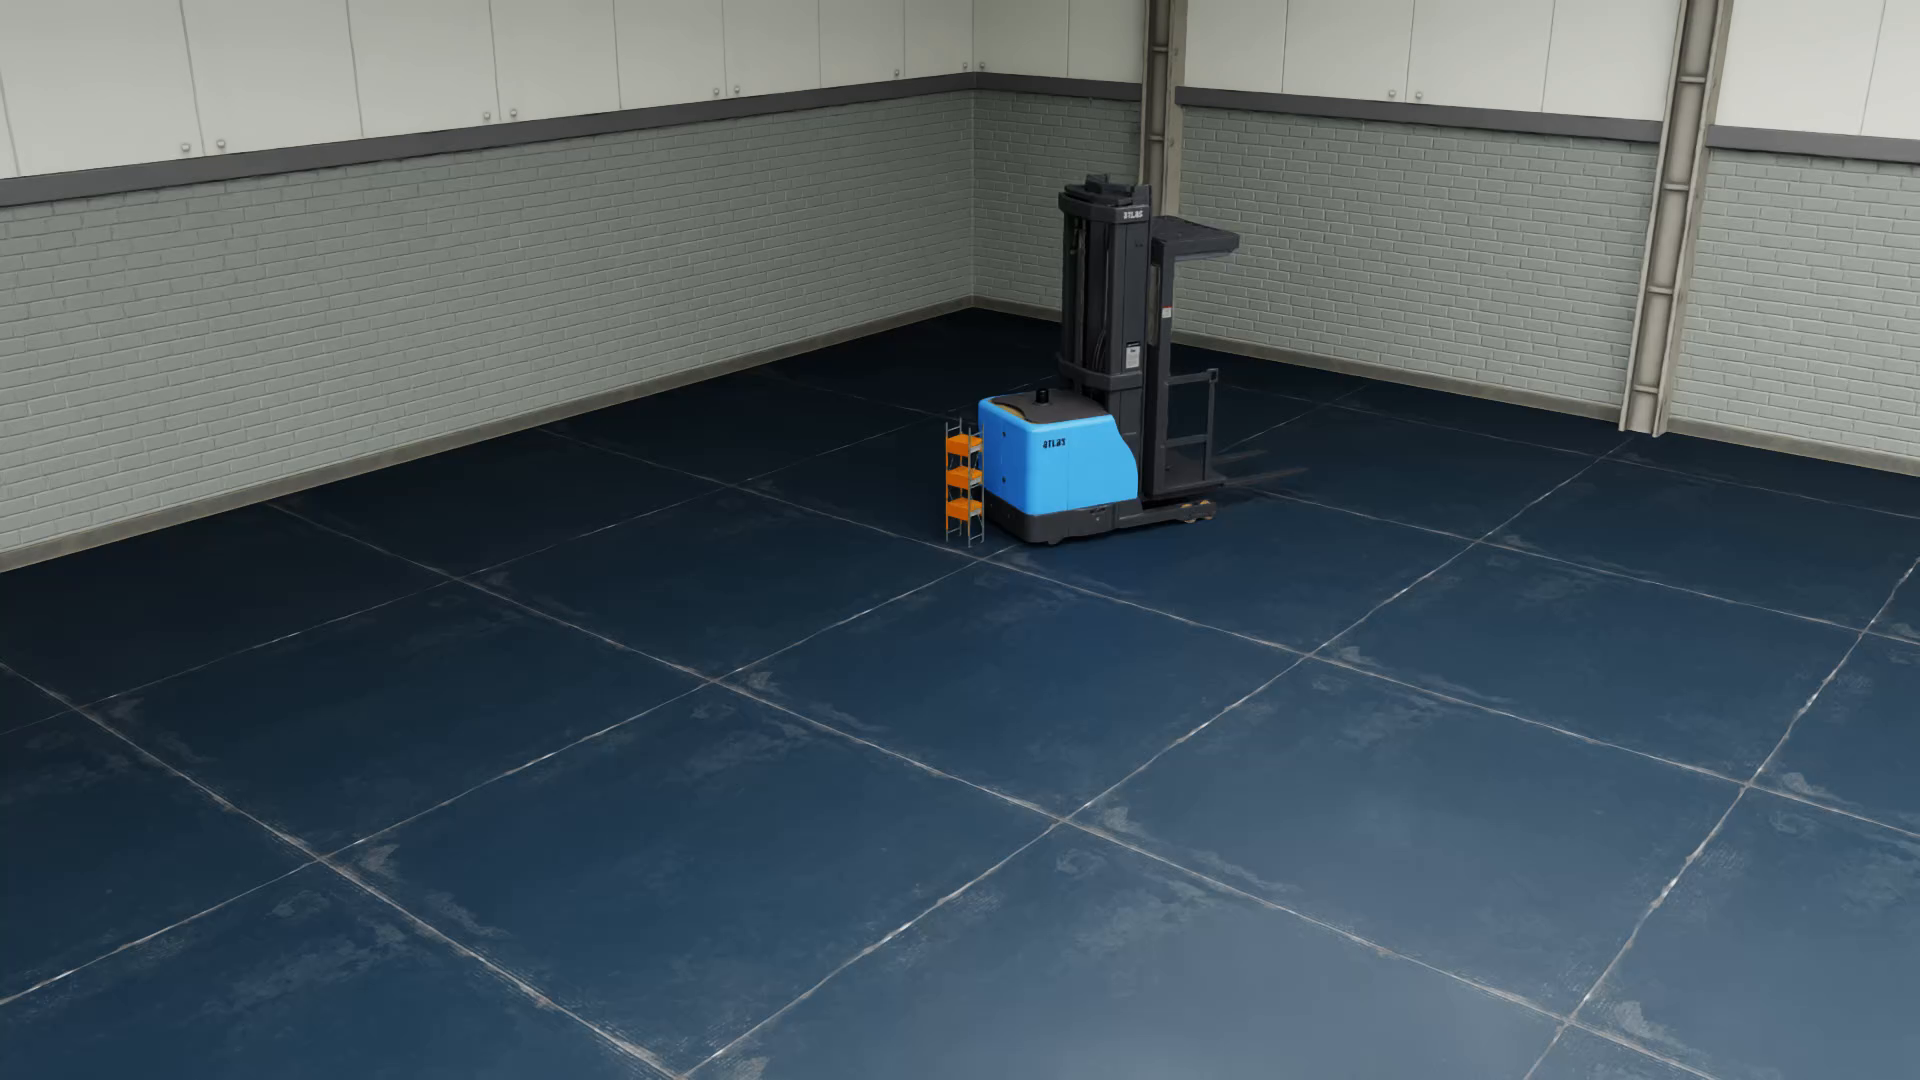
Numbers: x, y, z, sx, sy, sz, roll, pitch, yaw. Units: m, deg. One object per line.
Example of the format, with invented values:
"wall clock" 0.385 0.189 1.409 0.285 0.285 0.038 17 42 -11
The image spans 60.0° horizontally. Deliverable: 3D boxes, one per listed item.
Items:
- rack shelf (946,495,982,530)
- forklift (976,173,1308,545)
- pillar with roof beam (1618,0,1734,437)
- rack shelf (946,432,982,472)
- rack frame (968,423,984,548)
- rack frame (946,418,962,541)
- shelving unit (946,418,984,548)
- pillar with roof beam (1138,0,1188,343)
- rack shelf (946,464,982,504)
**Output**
"rack shelf" 0.041 -0.209 14.055 0.240 0.259 0.215 16 26 36
"forklift" 1.693 -1.673 14.454 3.031 2.935 1.130 -10 23 -25
"pillar with roof beam" 4.324 -4.165 12.461 0.400 9.000 9.100 16 26 36
"rack shelf" 0.041 -0.735 13.857 0.240 0.259 0.215 16 26 36
"rack frame" 0.136 -0.452 13.881 0.008 1.050 0.200 16 26 36
"rack frame" -0.053 -0.507 14.026 0.008 1.050 0.200 16 26 36
"shelving unit" 0.041 -0.479 13.953 0.252 1.050 0.215 16 26 36
"pillar with roof beam" -0.325 -5.503 16.011 0.400 9.000 9.100 16 26 36
"rack shelf" 0.041 -0.469 13.957 0.240 0.259 0.215 16 26 36
